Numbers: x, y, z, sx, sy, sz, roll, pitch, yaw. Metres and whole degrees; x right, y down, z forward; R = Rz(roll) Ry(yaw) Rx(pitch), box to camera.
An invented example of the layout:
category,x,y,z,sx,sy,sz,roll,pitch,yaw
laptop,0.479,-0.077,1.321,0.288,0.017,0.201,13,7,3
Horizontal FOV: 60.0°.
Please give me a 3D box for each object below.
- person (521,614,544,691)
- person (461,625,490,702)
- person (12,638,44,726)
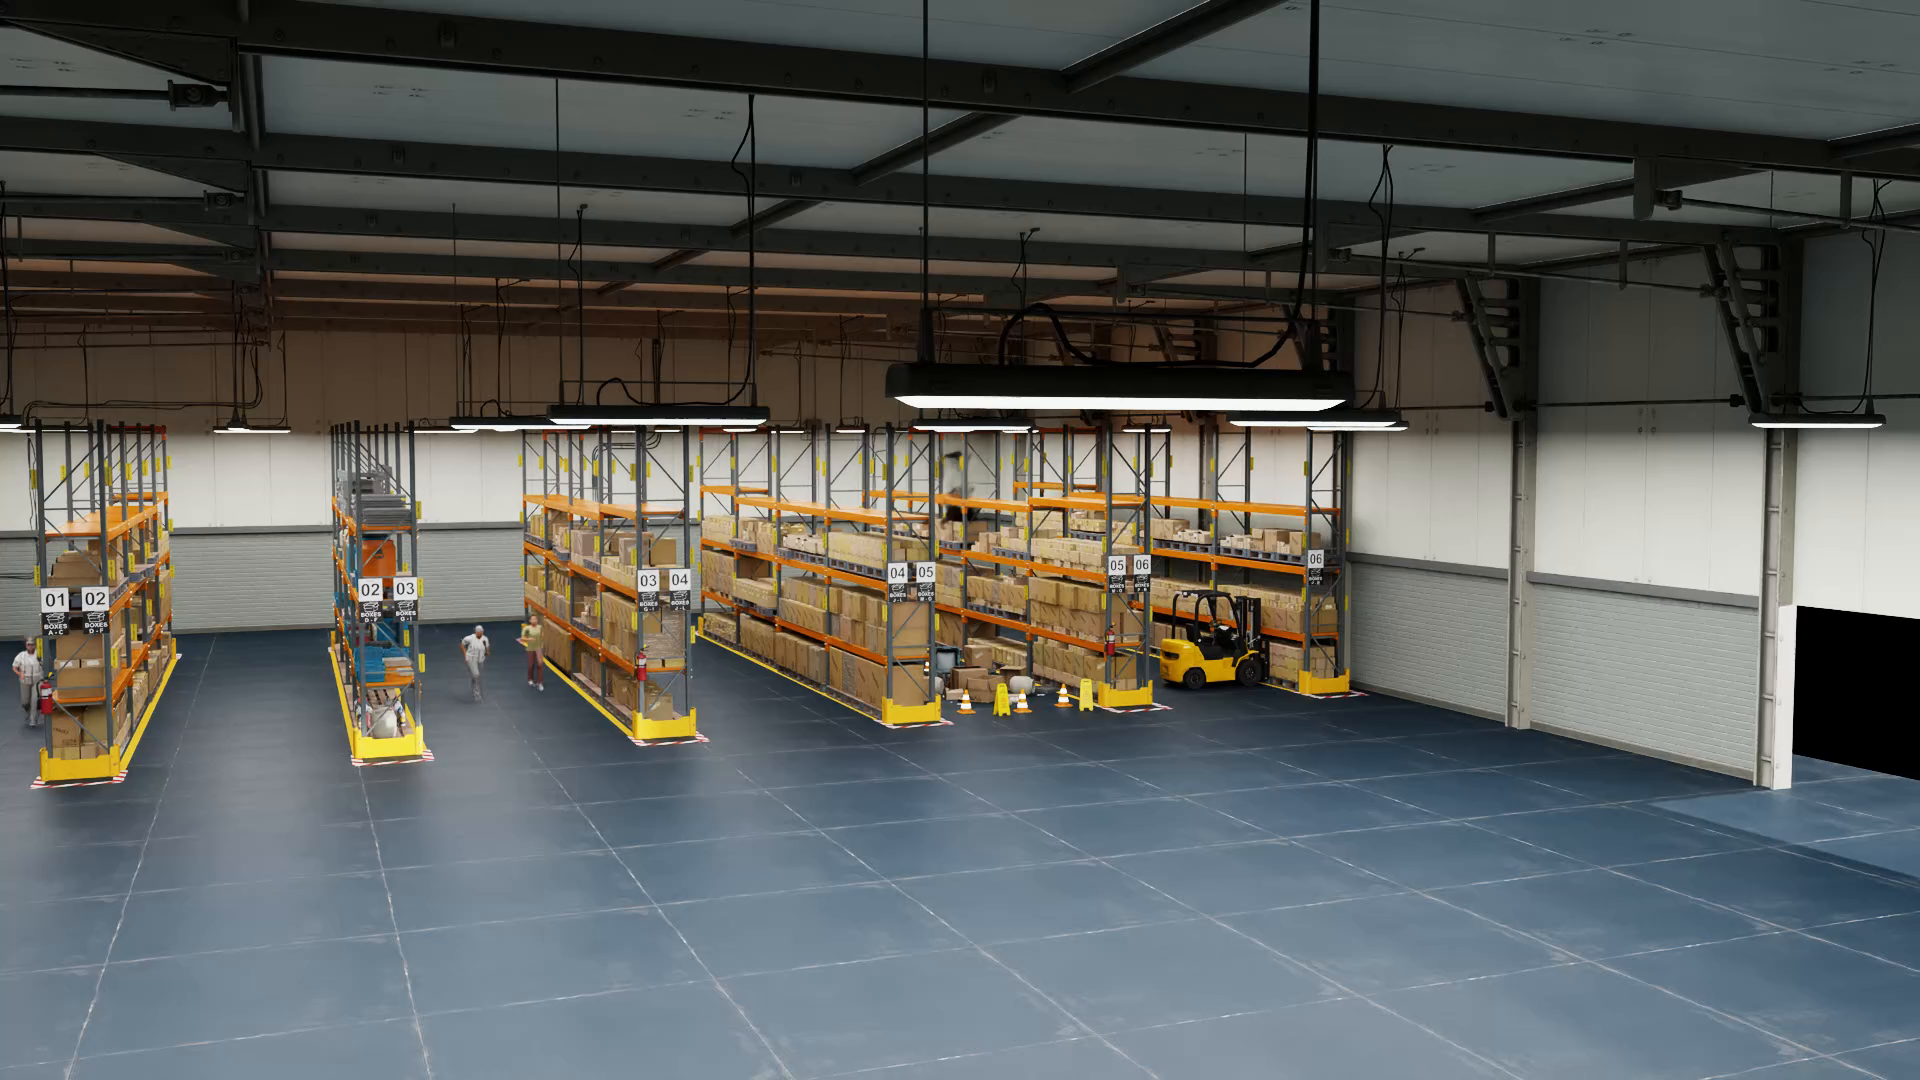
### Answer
category,x,y,z,sx,sy,sz,roll,pitch,yaw
person,-9.671,2.527,37.669,0.565,1.714,0.806,-2,4,-26
person,-10.561,2.665,36.211,0.588,1.666,0.893,-3,5,-38
person,-18.398,2.793,32.964,0.658,1.735,0.680,-2,4,-31
